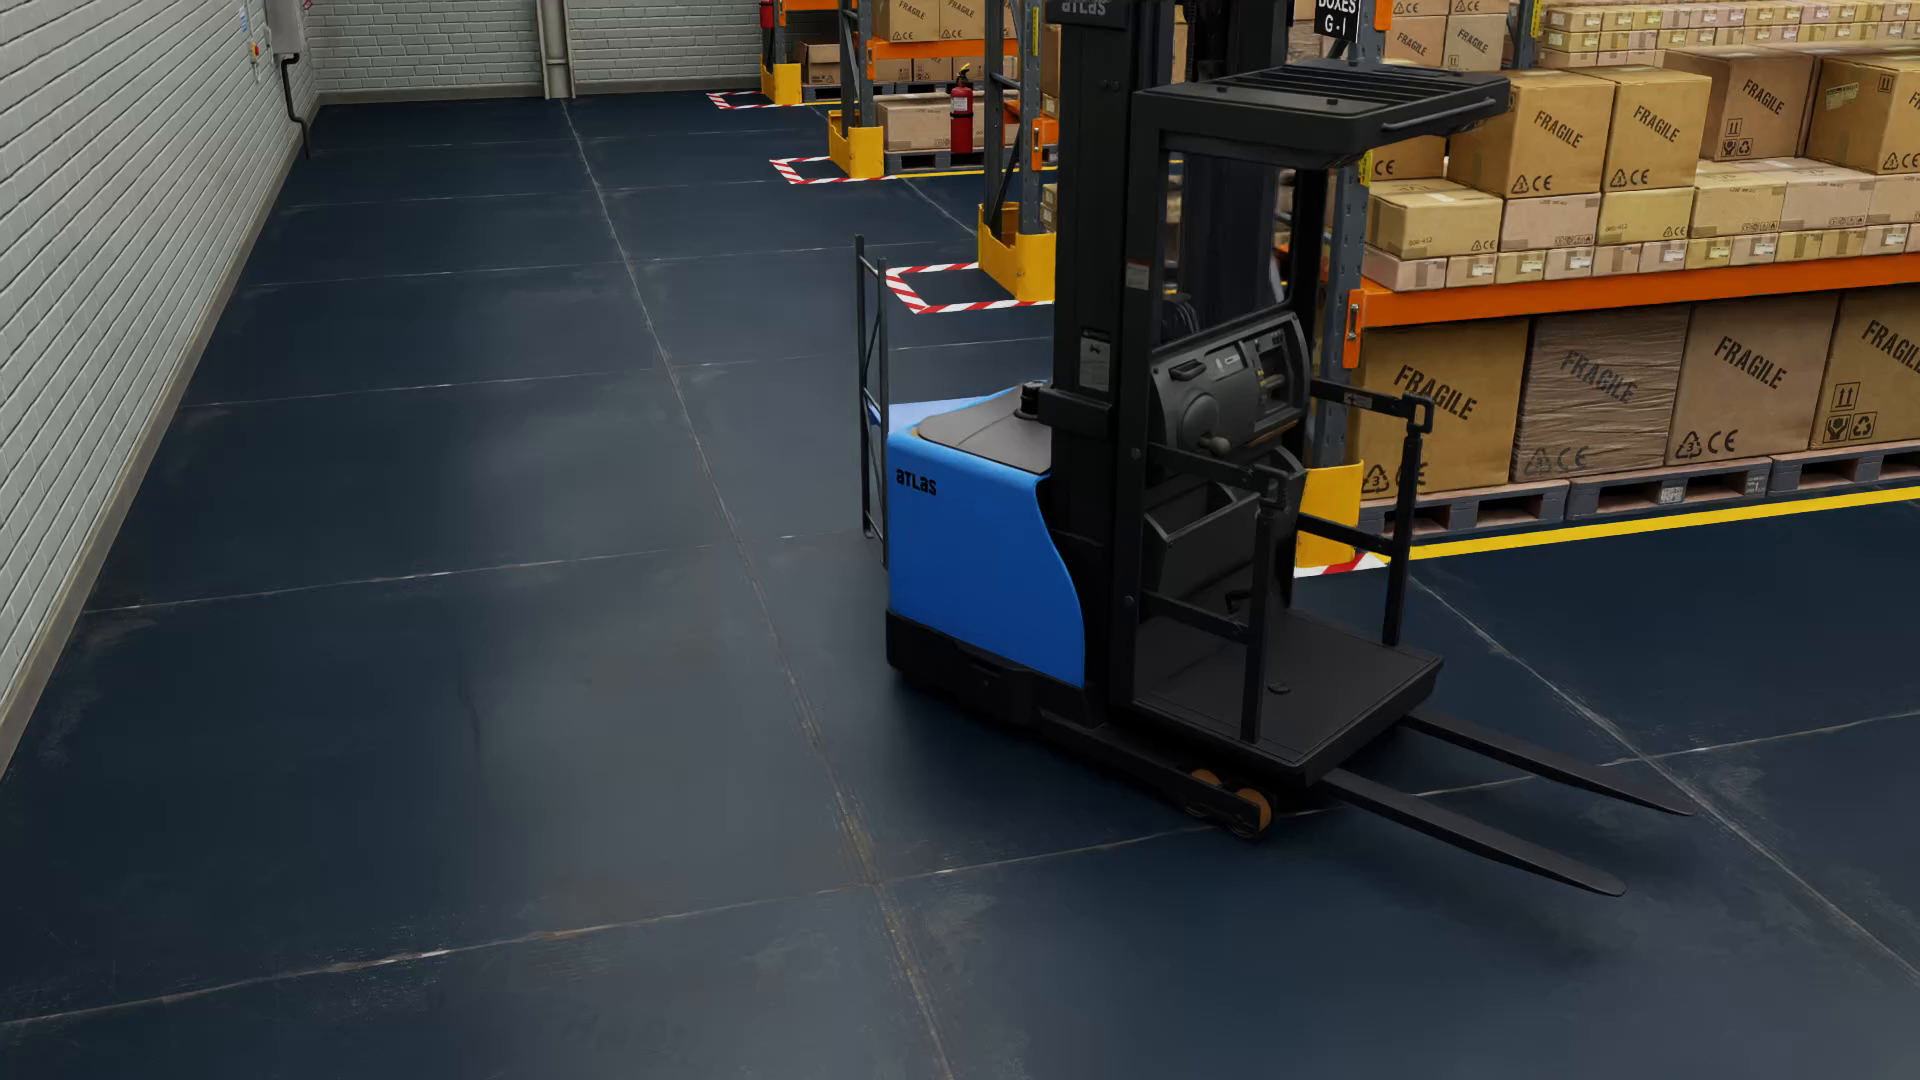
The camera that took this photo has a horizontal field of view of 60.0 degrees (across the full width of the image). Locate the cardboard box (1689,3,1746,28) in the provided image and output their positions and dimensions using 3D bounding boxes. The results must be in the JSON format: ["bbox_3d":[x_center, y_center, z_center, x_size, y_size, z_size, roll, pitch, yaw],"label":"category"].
[{"bbox_3d":[5.980,-4.157,13.166,0.250,0.149,0.380,-5,24,-12],"label":"cardboard box"}]

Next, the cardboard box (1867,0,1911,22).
[{"bbox_3d":[7.492,-4.326,13.559,0.250,0.149,0.380,-7,24,-15],"label":"cardboard box"}]

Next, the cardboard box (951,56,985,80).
[{"bbox_3d":[0.049,-6.388,21.971,0.500,0.500,0.700,-7,24,-16],"label":"cardboard box"}]

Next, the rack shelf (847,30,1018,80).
[{"bbox_3d":[0.871,-5.126,17.304,4.000,0.370,1.077,-6,24,-14],"label":"rack shelf"}]

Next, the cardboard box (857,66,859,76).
[{"bbox_3d":[-1.365,-6.070,21.676,0.250,0.149,0.380,-7,24,-16],"label":"cardboard box"}]

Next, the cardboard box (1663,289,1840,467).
[{"bbox_3d":[3.950,-0.988,8.910,0.875,0.875,0.875,-6,24,-14],"label":"cardboard box"}]

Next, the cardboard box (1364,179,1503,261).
[{"bbox_3d":[2.158,-1.497,7.749,0.500,0.250,0.500,-7,24,-16],"label":"cardboard box"}]

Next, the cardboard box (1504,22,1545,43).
[{"bbox_3d":[4.561,-4.133,13.486,0.250,0.149,0.380,-6,24,-13],"label":"cardboard box"}]

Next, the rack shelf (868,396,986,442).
[{"bbox_3d":[0.082,-0.533,8.046,1.000,0.185,0.538,-6,24,-14],"label":"rack shelf"}]

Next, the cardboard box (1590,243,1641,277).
[{"bbox_3d":[3.043,-1.388,8.000,0.250,0.149,0.380,-7,24,-15],"label":"cardboard box"}]

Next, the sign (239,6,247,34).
[{"bbox_3d":[-6.523,-4.733,15.135,0.001,0.218,0.327,-6,24,-14],"label":"sign"}]

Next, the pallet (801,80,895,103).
[{"bbox_3d":[-1.558,-5.939,21.825,1.213,0.211,1.003,-6,24,-14],"label":"pallet"}]

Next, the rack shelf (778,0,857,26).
[{"bbox_3d":[-0.473,-7.010,21.695,4.000,0.370,1.077,-6,24,-14],"label":"rack shelf"}]

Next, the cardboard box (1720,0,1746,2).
[{"bbox_3d":[6.320,-4.462,13.876,0.250,0.149,0.380,-6,24,-13],"label":"cardboard box"}]

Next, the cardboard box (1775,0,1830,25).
[{"bbox_3d":[6.750,-4.245,13.370,0.250,0.149,0.380,-6,24,-14],"label":"cardboard box"}]

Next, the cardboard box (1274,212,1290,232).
[{"bbox_3d":[2.464,-2.540,13.072,0.250,0.149,0.380,-5,24,-12],"label":"cardboard box"}]

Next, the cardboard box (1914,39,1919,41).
[{"bbox_3d":[7.732,-4.078,13.735,0.250,0.149,0.380,-6,24,-13],"label":"cardboard box"}]

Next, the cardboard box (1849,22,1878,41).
[{"bbox_3d":[7.221,-4.158,13.544,0.250,0.149,0.380,-6,24,-13],"label":"cardboard box"}]

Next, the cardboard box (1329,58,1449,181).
[{"bbox_3d":[2.021,-2.045,8.074,0.500,0.500,0.500,-6,24,-14],"label":"cardboard box"}]

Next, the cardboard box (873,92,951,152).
[{"bbox_3d":[-0.446,-4.367,17.341,0.875,0.438,0.875,-7,24,-16],"label":"cardboard box"}]

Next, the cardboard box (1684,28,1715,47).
[{"bbox_3d":[5.742,-3.996,13.168,0.250,0.149,0.380,-5,24,-12],"label":"cardboard box"}]

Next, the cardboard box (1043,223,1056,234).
[{"bbox_3d":[0.831,-2.393,13.106,0.250,0.149,0.380,-6,24,-13],"label":"cardboard box"}]

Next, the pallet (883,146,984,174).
[{"bbox_3d":[-0.305,-4.077,17.484,1.213,0.211,1.003,-6,24,-14],"label":"pallet"}]

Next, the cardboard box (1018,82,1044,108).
[{"bbox_3d":[0.618,-3.402,12.692,0.250,0.149,0.380,-6,24,-14],"label":"cardboard box"}]

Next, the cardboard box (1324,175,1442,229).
[{"bbox_3d":[2.018,-1.701,8.224,0.500,0.250,0.500,-7,24,-15],"label":"cardboard box"}]

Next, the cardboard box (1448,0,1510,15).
[{"bbox_3d":[3.852,-4.290,12.673,0.500,0.500,0.500,-7,24,-16],"label":"cardboard box"}]

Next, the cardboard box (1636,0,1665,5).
[{"bbox_3d":[5.563,-4.377,13.679,0.250,0.149,0.380,-7,24,-16],"label":"cardboard box"}]

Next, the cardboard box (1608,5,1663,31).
[{"bbox_3d":[5.249,-4.078,12.980,0.250,0.149,0.380,-6,24,-14],"label":"cardboard box"}]

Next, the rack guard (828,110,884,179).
[{"bbox_3d":[-1.077,-4.092,17.153,0.348,0.500,1.175,-6,24,-14],"label":"rack guard"}]

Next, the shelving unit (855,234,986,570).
[{"bbox_3d":[0.082,-0.698,7.975,1.048,1.500,0.538,-6,24,-14],"label":"shelving unit"}]

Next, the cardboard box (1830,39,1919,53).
[{"bbox_3d":[4.944,-2.366,8.821,0.500,0.500,0.500,-6,24,-14],"label":"cardboard box"}]

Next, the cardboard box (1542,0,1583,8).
[{"bbox_3d":[4.824,-4.298,13.494,0.250,0.149,0.380,-7,24,-16],"label":"cardboard box"}]

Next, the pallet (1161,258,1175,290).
[{"bbox_3d":[1.245,-2.175,13.050,1.213,0.211,1.003,-6,24,-14],"label":"pallet"}]

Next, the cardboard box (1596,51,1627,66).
[{"bbox_3d":[5.000,-3.778,13.036,0.250,0.149,0.380,-6,24,-14],"label":"cardboard box"}]

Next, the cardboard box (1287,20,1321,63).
[{"bbox_3d":[2.360,-3.671,12.498,0.500,0.500,0.500,-7,24,-16],"label":"cardboard box"}]

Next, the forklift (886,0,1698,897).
[{"bbox_3d":[1.129,-0.540,5.792,3.031,2.935,1.130,19,30,38],"label":"forklift"}]

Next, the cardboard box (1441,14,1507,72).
[{"bbox_3d":[3.842,-3.825,12.856,0.500,0.500,0.500,-6,24,-14],"label":"cardboard box"}]

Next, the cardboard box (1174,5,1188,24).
[{"bbox_3d":[1.368,-4.020,12.043,0.500,0.500,0.500,-6,24,-13],"label":"cardboard box"}]

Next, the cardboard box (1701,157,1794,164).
[{"bbox_3d":[3.973,-1.916,8.724,0.500,0.250,0.500,-6,24,-13],"label":"cardboard box"}]

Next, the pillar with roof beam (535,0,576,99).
[{"bbox_3d":[-4.075,-8.305,16.193,0.400,9.000,9.100,-6,24,-14],"label":"pillar with roof beam"}]

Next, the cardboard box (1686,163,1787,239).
[{"bbox_3d":[3.642,-1.665,8.139,0.500,0.250,0.500,-7,24,-15],"label":"cardboard box"}]

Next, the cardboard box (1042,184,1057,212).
[{"bbox_3d":[0.821,-2.684,13.029,0.250,0.149,0.380,-6,24,-14],"label":"cardboard box"}]

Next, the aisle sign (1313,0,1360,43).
[{"bbox_3d":[1.634,-2.554,7.102,0.004,0.787,0.394,-6,24,-14],"label":"aisle sign"}]

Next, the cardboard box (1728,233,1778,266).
[{"bbox_3d":[3.786,-1.471,8.193,0.250,0.149,0.380,-6,24,-14],"label":"cardboard box"}]

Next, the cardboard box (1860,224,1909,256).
[{"bbox_3d":[4.526,-1.553,8.383,0.250,0.149,0.380,-6,24,-13],"label":"cardboard box"}]

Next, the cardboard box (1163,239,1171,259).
[{"bbox_3d":[1.438,-2.280,12.843,0.250,0.149,0.380,-6,24,-14],"label":"cardboard box"}]

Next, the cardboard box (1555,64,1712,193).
[{"bbox_3d":[3.136,-1.953,7.859,0.500,0.500,0.500,-7,24,-16],"label":"cardboard box"}]

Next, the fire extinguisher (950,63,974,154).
[{"bbox_3d":[0.013,-3.316,12.746,0.183,0.674,0.296,-6,24,-14],"label":"fire extinguisher"}]

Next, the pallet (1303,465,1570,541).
[{"bbox_3d":[2.371,-0.314,8.715,1.213,0.211,1.003,-6,24,-14],"label":"pallet"}]

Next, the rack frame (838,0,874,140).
[{"bbox_3d":[-1.054,-5.243,16.666,0.127,3.000,1.000,-6,24,-14],"label":"rack frame"}]

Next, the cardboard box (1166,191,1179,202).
[{"bbox_3d":[1.703,-2.569,12.762,0.250,0.149,0.380,-8,24,-17],"label":"cardboard box"}]

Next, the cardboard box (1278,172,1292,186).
[{"bbox_3d":[2.580,-2.854,13.425,0.250,0.149,0.380,-7,24,-17],"label":"cardboard box"}]

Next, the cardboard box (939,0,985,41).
[{"bbox_3d":[-0.035,-5.296,16.662,0.500,0.500,0.500,-7,24,-15],"label":"cardboard box"}]

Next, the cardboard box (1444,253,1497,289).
[{"bbox_3d":[2.300,-1.306,7.808,0.250,0.149,0.380,-7,24,-15],"label":"cardboard box"}]

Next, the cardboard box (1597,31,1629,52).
[{"bbox_3d":[4.984,-3.911,12.969,0.250,0.149,0.380,-7,24,-15],"label":"cardboard box"}]

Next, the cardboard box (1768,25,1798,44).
[{"bbox_3d":[6.489,-4.078,13.358,0.250,0.149,0.380,-6,24,-13],"label":"cardboard box"}]

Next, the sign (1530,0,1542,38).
[{"bbox_3d":[4.385,-3.994,12.655,0.005,0.325,0.100,-6,24,-14],"label":"sign"}]
